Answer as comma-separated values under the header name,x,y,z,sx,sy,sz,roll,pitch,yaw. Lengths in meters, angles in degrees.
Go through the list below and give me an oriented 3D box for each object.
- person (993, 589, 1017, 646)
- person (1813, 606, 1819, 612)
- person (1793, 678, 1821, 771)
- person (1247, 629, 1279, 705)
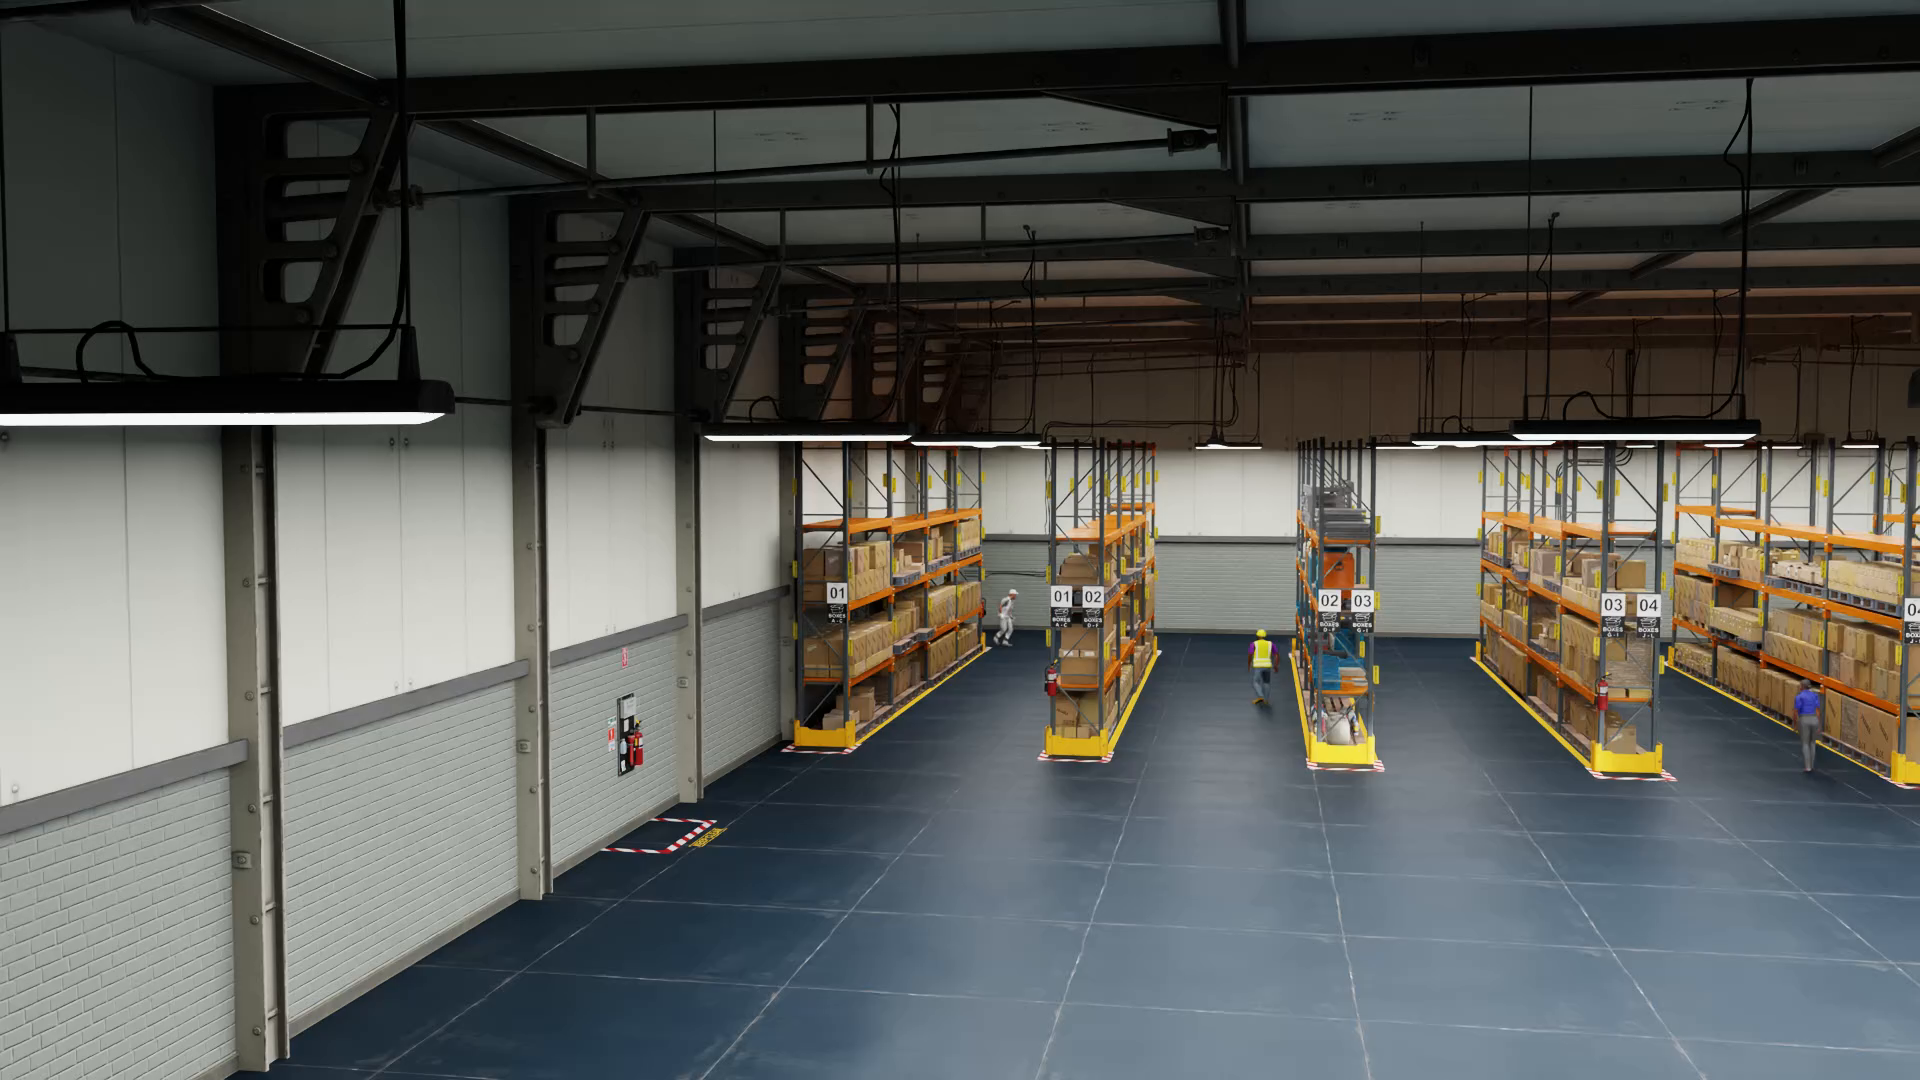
name,x,y,z,sx,sy,sz,roll,pitch,yaw
person,1.345,2.295,48.973,0.715,1.688,0.708,2,3,27
person,22.380,2.546,43.632,0.549,1.691,0.898,-2,4,-39
person,15.219,3.337,29.859,0.482,1.686,0.674,0,3,4
person,6.890,2.891,37.695,0.723,1.684,0.761,0,3,-4
